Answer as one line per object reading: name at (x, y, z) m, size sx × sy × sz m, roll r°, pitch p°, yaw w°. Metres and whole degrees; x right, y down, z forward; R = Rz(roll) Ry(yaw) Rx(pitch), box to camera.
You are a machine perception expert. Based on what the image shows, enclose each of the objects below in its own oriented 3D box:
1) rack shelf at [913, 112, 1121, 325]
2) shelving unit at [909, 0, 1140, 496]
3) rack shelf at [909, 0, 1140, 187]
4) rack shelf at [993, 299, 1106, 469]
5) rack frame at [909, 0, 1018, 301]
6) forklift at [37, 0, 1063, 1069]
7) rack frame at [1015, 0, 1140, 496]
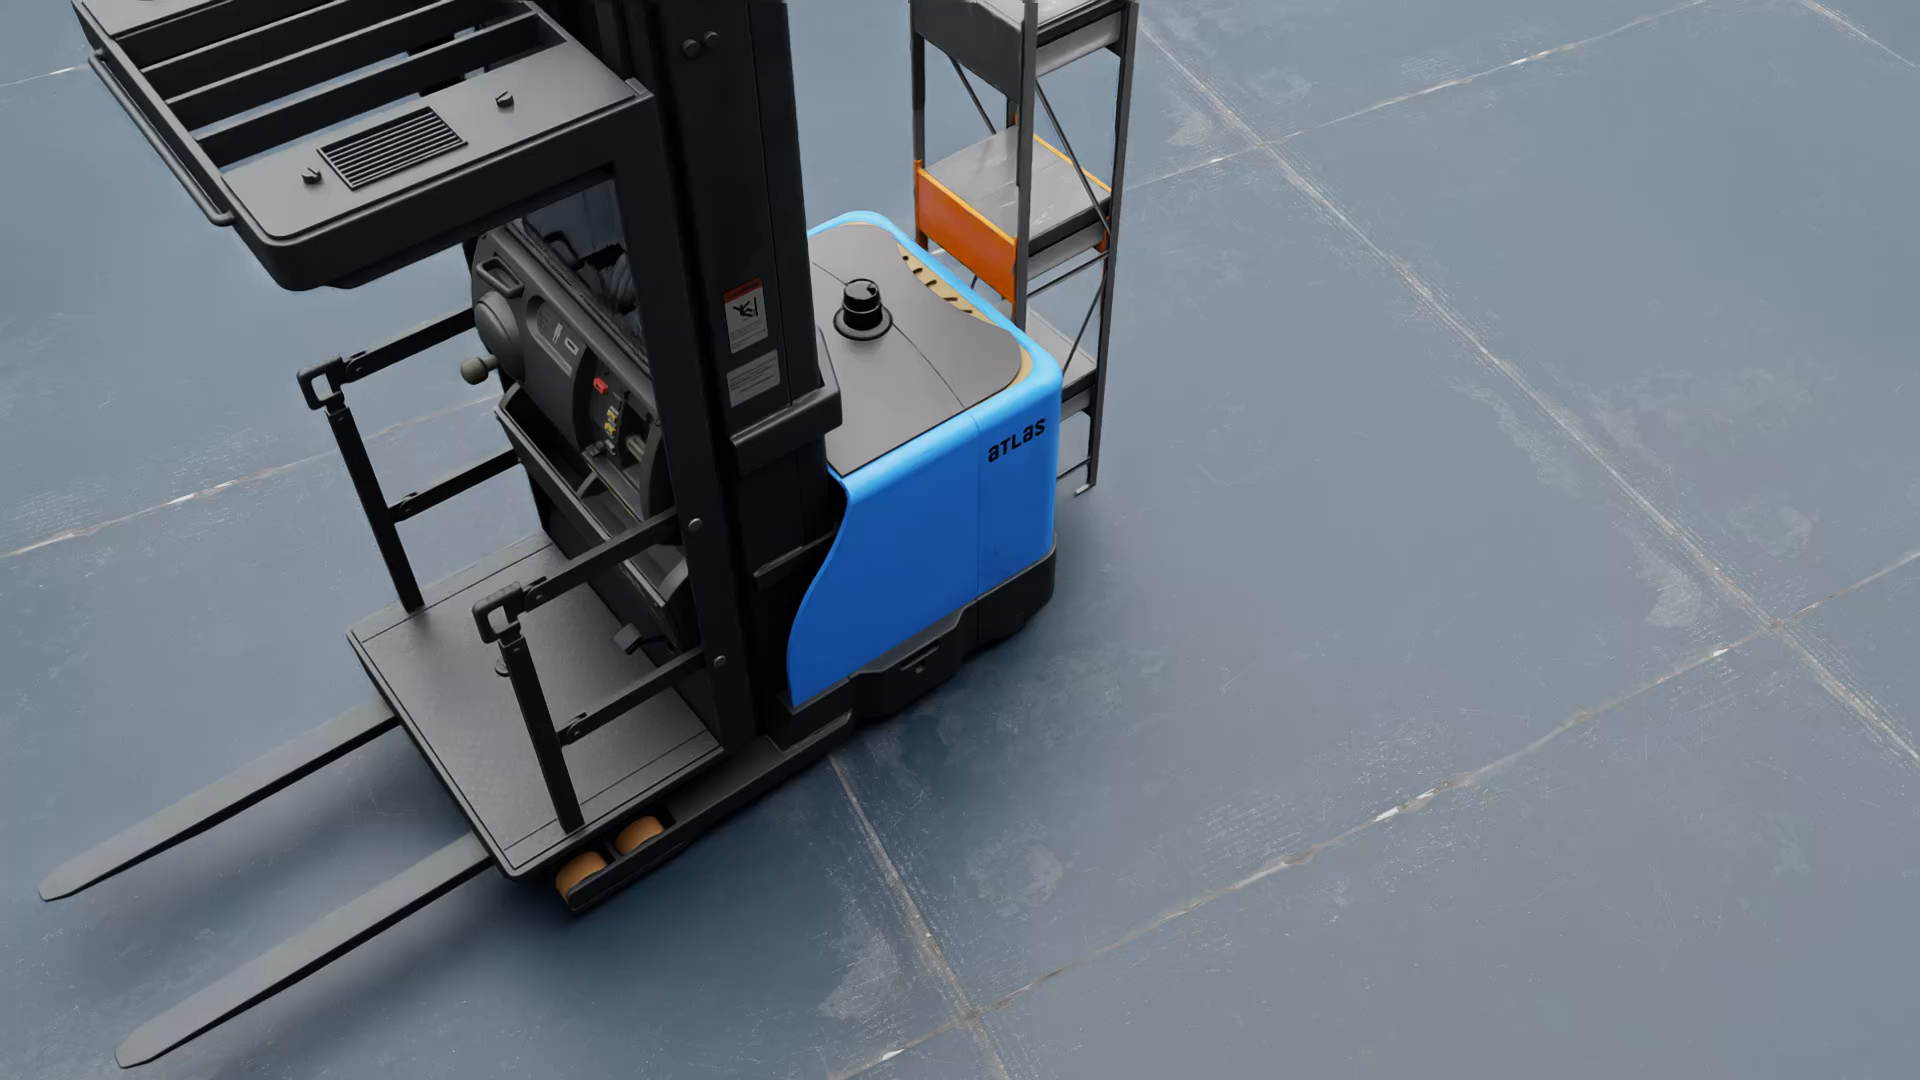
rack shelf at (0.172, -0.935, 5.191) m, size 0.431 × 0.518 × 0.480 m, roll -31°, pitch 56°, yaw -24°
shelving unit at (0.172, -0.944, 5.180) m, size 0.431 × 2.100 × 0.503 m, roll -31°, pitch 56°, yaw -24°
rack shelf at (0.172, -1.395, 4.664) m, size 0.431 × 0.518 × 0.480 m, roll -31°, pitch 56°, yaw -24°
rack shelf at (0.172, -0.474, 5.717) m, size 0.431 × 0.518 × 0.480 m, roll -31°, pitch 56°, yaw -24°
rack frame at (0.019, -1.087, 5.306) m, size 0.400 × 2.100 × 0.015 m, roll -31°, pitch 56°, yaw -24°
forklift at (-1.163, -0.358, 4.116) m, size 3.031 × 2.935 × 1.130 m, roll -30°, pitch 55°, yaw -24°
rack frame at (0.325, -0.800, 5.055) m, size 0.400 × 2.100 × 0.015 m, roll -31°, pitch 56°, yaw -24°
